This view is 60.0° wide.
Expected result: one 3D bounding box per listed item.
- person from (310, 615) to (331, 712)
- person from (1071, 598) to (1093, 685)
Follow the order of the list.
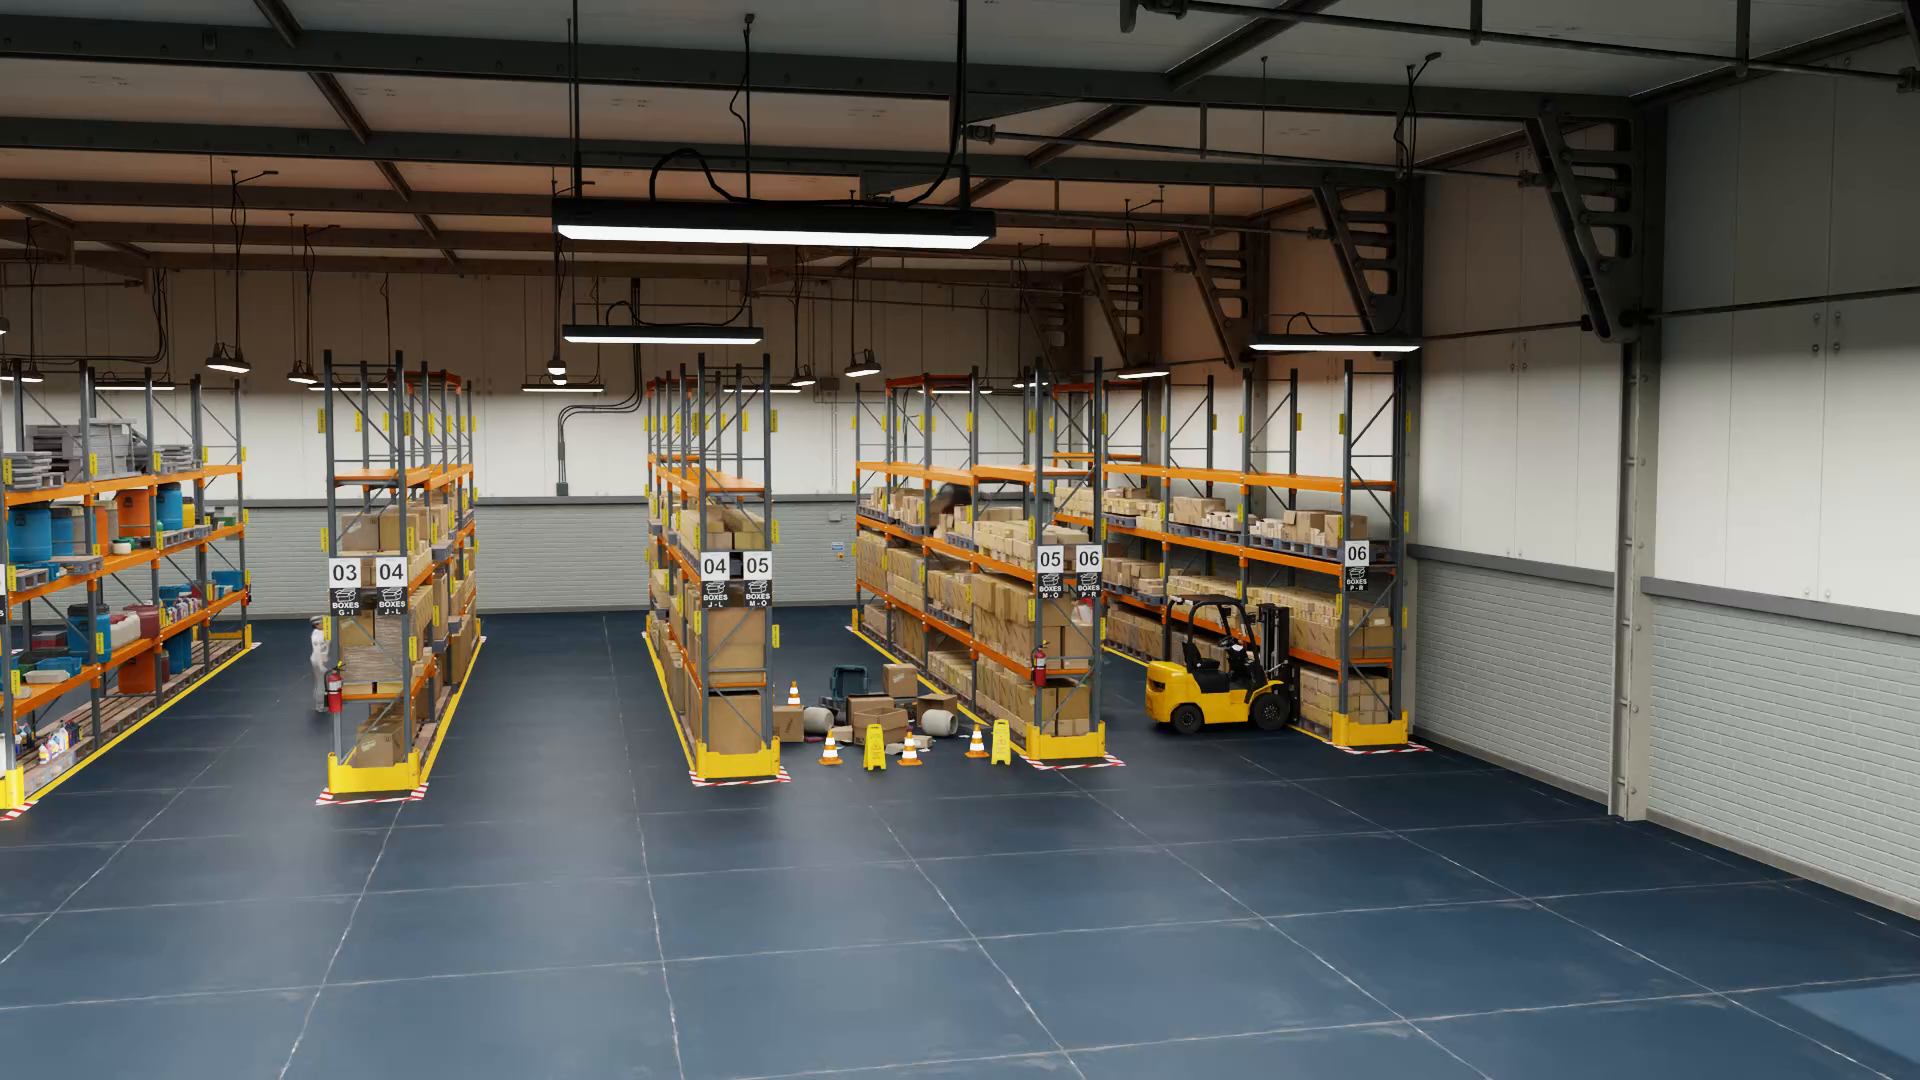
[{"bbox_3d":[-11.102,2.144,28.938,0.377,1.694,0.488,-2,4,-28],"label":"person"},{"bbox_3d":[2.193,1.813,29.887,0.535,1.804,0.549,-1,4,-9],"label":"person"}]
